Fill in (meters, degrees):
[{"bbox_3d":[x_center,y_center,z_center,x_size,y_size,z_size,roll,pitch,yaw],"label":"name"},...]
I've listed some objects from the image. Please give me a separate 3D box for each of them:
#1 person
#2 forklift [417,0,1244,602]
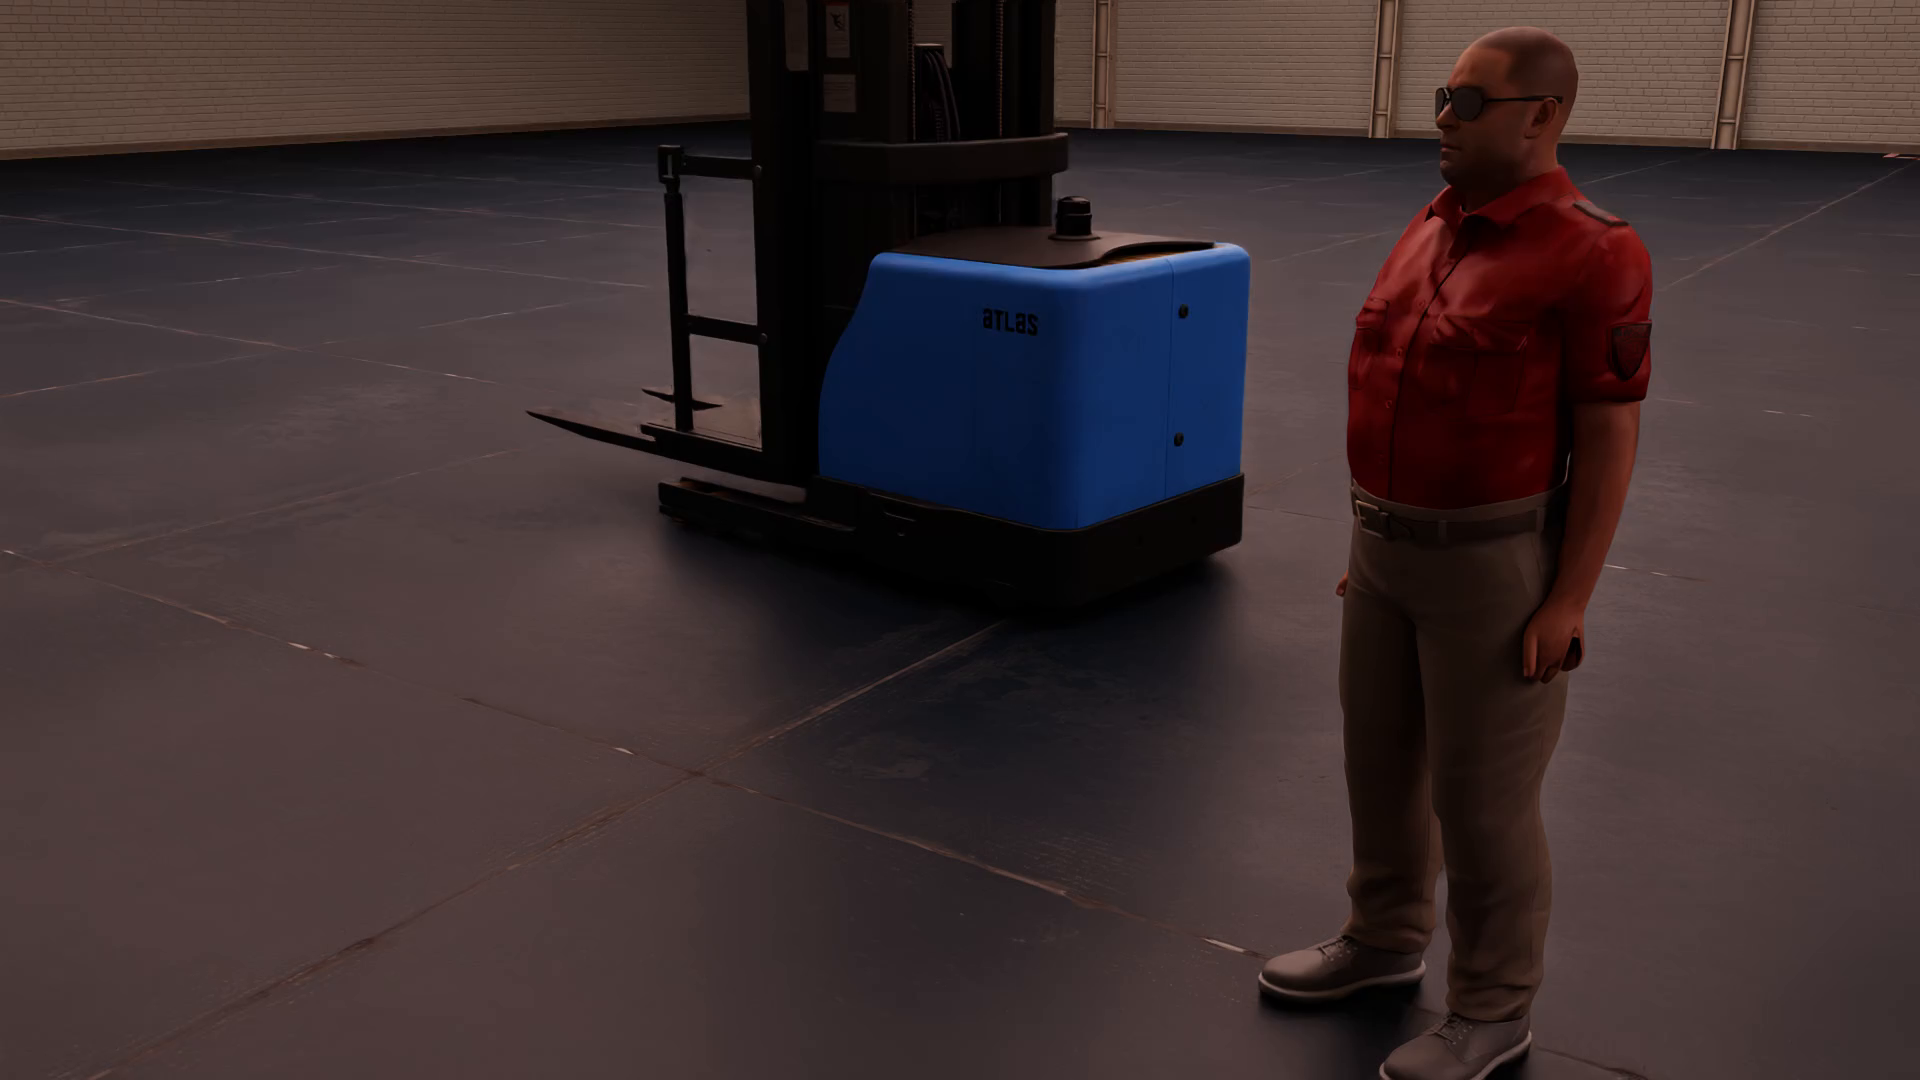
[{"bbox_3d":[0.816,0.056,2.749,0.376,1.730,0.521,-8,18,-24],"label":"person"},{"bbox_3d":[-0.578,-1.472,5.756,3.031,2.935,1.130,7,18,23],"label":"forklift"}]
